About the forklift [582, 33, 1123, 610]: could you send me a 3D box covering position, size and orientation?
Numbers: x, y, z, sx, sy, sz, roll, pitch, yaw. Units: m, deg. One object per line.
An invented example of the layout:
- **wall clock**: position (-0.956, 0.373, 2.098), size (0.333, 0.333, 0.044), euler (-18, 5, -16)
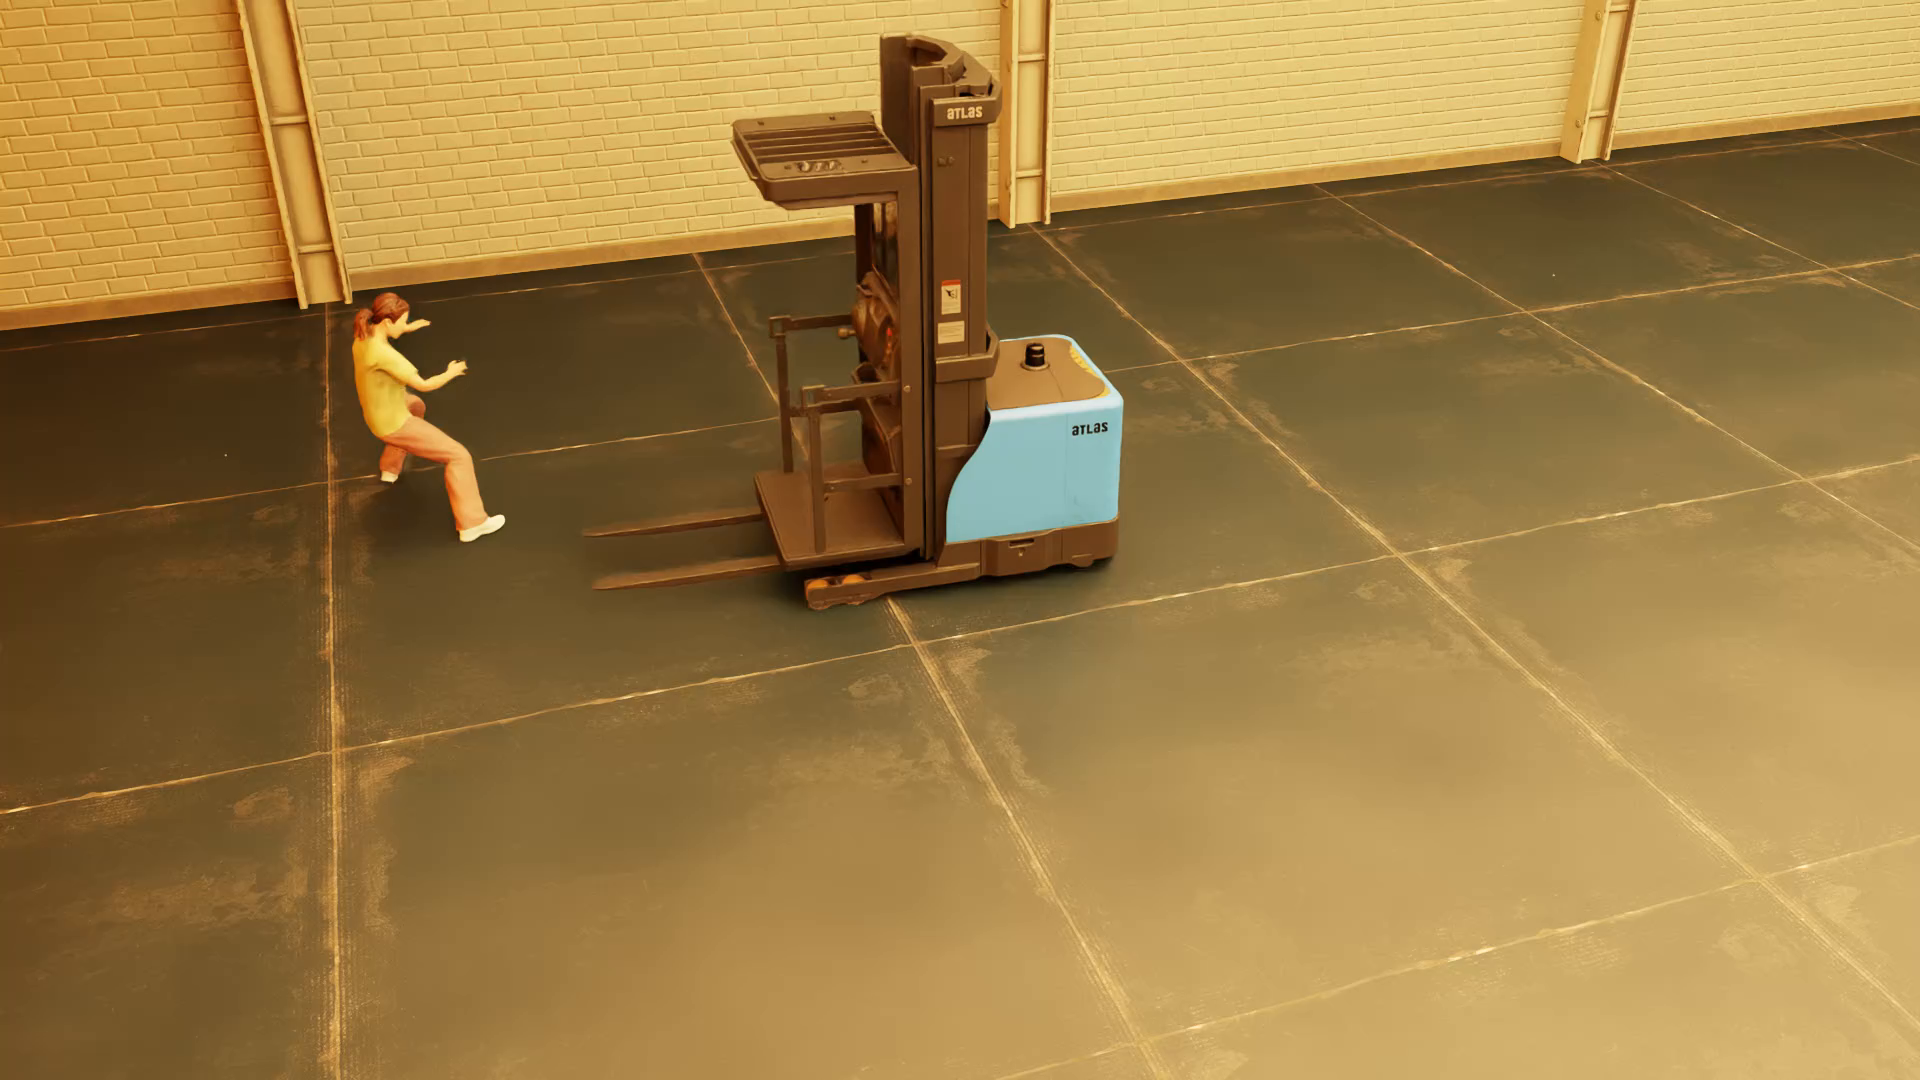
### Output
- **forklift**: position (-0.648, -1.170, 9.120), size (3.031, 2.935, 1.130), euler (-8, 31, -13)

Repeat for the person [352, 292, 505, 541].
- **person**: position (-3.291, -0.833, 10.020), size (0.613, 1.448, 1.122), euler (-18, 34, -28)
